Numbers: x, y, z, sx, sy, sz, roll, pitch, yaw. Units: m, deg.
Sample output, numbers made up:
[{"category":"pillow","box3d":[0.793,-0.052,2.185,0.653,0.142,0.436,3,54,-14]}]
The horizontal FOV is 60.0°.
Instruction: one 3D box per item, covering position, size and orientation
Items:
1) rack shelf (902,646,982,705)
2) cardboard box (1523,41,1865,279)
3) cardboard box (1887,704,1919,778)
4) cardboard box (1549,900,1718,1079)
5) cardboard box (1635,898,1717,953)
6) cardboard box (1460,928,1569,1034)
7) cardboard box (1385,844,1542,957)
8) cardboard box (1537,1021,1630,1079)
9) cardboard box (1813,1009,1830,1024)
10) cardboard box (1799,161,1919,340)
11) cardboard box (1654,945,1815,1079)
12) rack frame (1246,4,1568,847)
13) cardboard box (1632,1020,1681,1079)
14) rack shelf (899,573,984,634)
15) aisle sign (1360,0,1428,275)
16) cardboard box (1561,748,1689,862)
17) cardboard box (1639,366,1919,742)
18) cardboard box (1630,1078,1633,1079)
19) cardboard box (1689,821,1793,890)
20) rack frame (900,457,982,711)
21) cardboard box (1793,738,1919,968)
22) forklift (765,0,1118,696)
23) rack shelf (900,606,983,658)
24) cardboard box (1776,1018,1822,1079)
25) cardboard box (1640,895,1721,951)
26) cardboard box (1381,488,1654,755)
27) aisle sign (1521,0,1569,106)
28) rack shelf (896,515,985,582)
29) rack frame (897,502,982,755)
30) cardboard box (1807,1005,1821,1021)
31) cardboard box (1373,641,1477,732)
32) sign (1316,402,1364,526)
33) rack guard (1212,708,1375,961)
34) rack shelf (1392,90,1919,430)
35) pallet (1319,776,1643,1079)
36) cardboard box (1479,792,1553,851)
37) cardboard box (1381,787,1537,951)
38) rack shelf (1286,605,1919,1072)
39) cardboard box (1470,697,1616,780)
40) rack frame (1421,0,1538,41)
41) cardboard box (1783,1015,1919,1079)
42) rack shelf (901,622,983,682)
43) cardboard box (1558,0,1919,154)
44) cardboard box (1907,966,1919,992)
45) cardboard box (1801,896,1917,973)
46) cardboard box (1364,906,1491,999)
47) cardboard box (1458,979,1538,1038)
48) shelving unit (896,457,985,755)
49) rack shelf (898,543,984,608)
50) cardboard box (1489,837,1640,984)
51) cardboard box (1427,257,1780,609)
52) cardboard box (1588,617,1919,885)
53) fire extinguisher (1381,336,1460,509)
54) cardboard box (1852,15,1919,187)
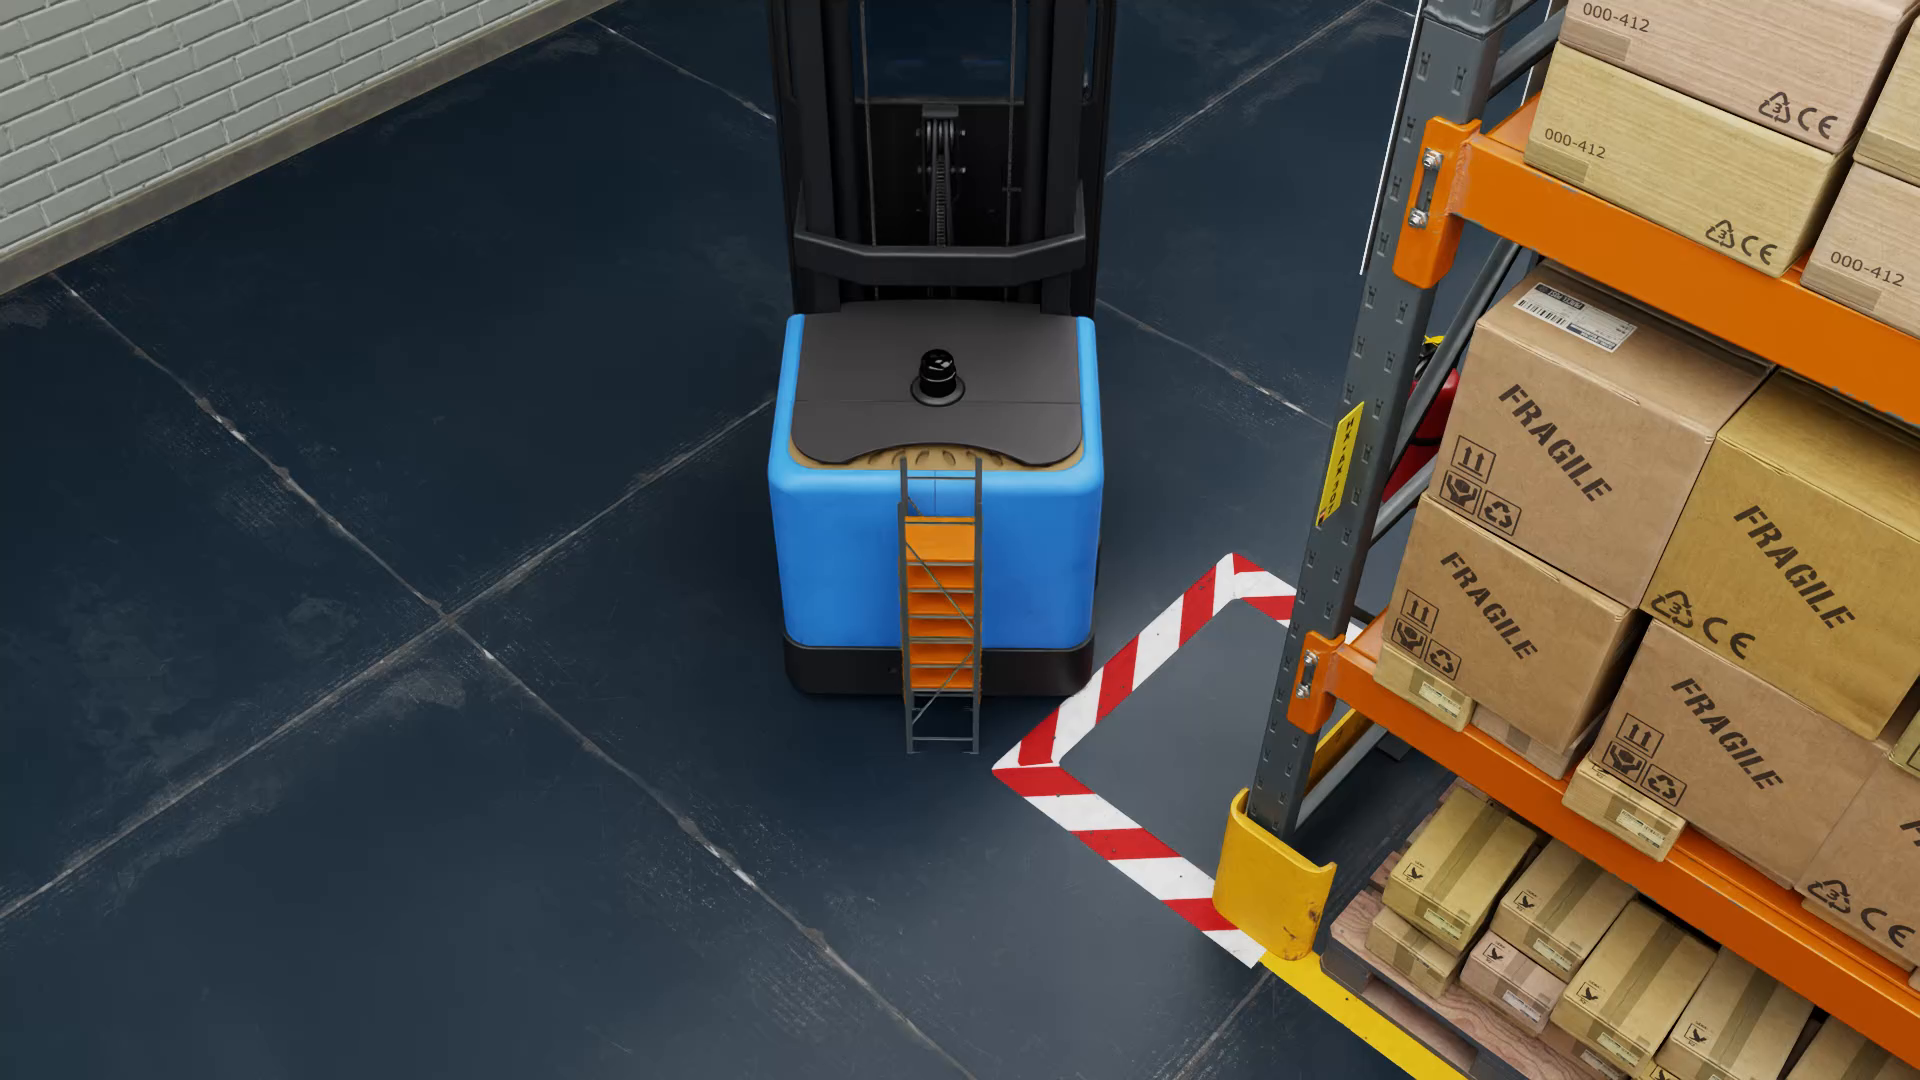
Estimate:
[{"category":"rack shelf","box3d":[-0.056,0.434,5.410,0.258,0.103,0.180,1,47,1]},{"category":"cardboard box","box3d":[1.383,-0.780,2.970,0.500,0.250,0.500,36,56,29]},{"category":"cardboard box","box3d":[2.119,0.237,3.011,0.500,0.500,0.500,33,55,27]},{"category":"cardboard box","box3d":[1.764,1.171,4.353,0.250,0.149,0.380,34,55,28]},{"category":"cardboard box","box3d":[1.840,1.202,4.527,0.250,0.149,0.380,35,56,28]},{"category":"cardboard box","box3d":[1.601,1.129,4.596,0.250,0.149,0.380,34,55,28]},{"category":"cardboard box","box3d":[1.438,0.963,4.752,0.380,0.149,0.250,-36,56,-29]},{"category":"cardboard box","box3d":[1.830,1.303,4.636,0.250,0.149,0.380,35,56,28]},{"category":"cardboard box","box3d":[2.569,1.274,4.664,0.250,0.149,0.380,32,54,26]},{"category":"cardboard box","box3d":[1.767,-0.518,2.724,0.500,0.250,0.500,36,56,29]},{"category":"cardboard box","box3d":[2.002,1.249,4.279,0.250,0.149,0.380,31,54,26]},{"category":"rack frame","box3d":[1.227,-0.164,4.346,0.127,3.000,1.000,34,55,28]},{"category":"cardboard box","box3d":[1.955,1.387,4.353,0.250,0.149,0.380,36,56,29]},{"category":"rack shelf","box3d":[-0.056,0.187,5.147,0.258,0.103,0.180,1,47,1]},{"category":"aisle sign","box3d":[0.970,-0.929,3.282,0.004,0.787,0.394,34,55,28]},{"category":"cardboard box","box3d":[1.619,0.523,3.873,0.250,0.149,0.380,32,55,27]},{"category":"cardboard box","box3d":[1.752,-0.032,3.264,0.500,0.500,0.500,36,56,29]},{"category":"cardboard box","box3d":[1.943,1.489,4.462,0.250,0.149,0.380,35,56,28]},{"category":"cardboard box","box3d":[1.902,0.578,3.822,0.380,0.149,0.250,-36,56,-29]},{"category":"rack frame","box3d":[-0.055,0.173,5.265,0.240,1.200,0.006,1,47,1]},{"category":"cardboard box","box3d":[2.131,0.570,3.385,0.500,0.500,0.500,35,56,28]},{"category":"forklift","box3d":[-0.054,-1.531,5.677,1.130,2.935,3.031,1,47,1]},{"category":"rack shelf","box3d":[-0.056,0.270,5.235,0.258,0.103,0.180,1,47,1]},{"category":"cardboard box","box3d":[2.215,1.468,4.278,0.250,0.149,0.380,31,54,26]},{"category":"cardboard box","box3d":[2.148,1.066,4.859,0.250,0.149,0.380,34,55,28]},{"category":"cardboard box","box3d":[1.369,0.070,3.854,0.500,0.500,0.500,-36,56,-29]},{"category":"aisle sign","box3d":[1.377,-1.251,3.583,0.004,0.787,0.394,34,55,28]},{"category":"rack shelf","box3d":[-0.056,0.023,4.972,0.258,0.103,0.180,1,47,1]},{"category":"rack frame","box3d":[-0.058,0.306,5.140,0.240,1.200,0.006,1,47,1]},{"category":"cardboard box","box3d":[2.319,1.119,4.606,0.250,0.149,0.380,33,55,27]},{"category":"cardboard box","box3d":[1.242,0.258,4.123,0.250,0.149,0.380,34,55,27]},{"category":"sign","box3d":[0.859,-0.169,3.758,0.005,0.325,0.100,34,55,28]},{"category":"rack guard","box3d":[1.283,0.729,5.222,0.348,0.500,1.175,34,55,28]},{"category":"rack shelf","box3d":[2.696,0.045,2.587,4.000,0.370,1.077,34,55,28]},{"category":"pallet","box3d":[1.856,1.249,4.933,1.213,0.211,1.003,34,55,28]},{"category":"cardboard box","box3d":[1.755,0.817,5.093,0.250,0.149,0.380,35,56,28]},{"category":"cardboard box","box3d":[1.381,0.906,4.601,0.250,0.149,0.380,32,54,26]},{"category":"rack shelf","box3d":[2.696,1.071,3.680,4.000,0.370,1.077,34,55,28]},{"category":"cardboard box","box3d":[1.458,0.362,4.025,0.250,0.149,0.380,36,56,29]},{"category":"rack frame","box3d":[1.227,-2.217,2.159,0.127,3.000,1.000,34,55,28]},{"category":"cardboard box","box3d":[2.200,1.391,4.146,0.250,0.149,0.380,36,56,29]},{"category":"rack shelf","box3d":[-0.056,0.352,5.322,0.258,0.103,0.180,1,47,1]},{"category":"cardboard box","box3d":[1.380,-0.949,2.786,0.500,0.250,0.500,35,56,28]},{"category":"cardboard box","box3d":[2.247,0.862,3.555,0.250,0.149,0.380,33,55,27]},{"category":"cardboard box","box3d":[2.085,0.725,3.684,0.250,0.149,0.380,33,55,27]},{"category":"cardboard box","box3d":[1.395,1.099,4.828,0.250,0.149,0.380,35,56,28]},{"category":"cardboard box","box3d":[1.643,1.184,4.748,0.250,0.149,0.380,34,55,28]},{"category":"shelving unit","box3d":[-0.056,0.239,5.202,0.258,1.200,0.189,1,47,1]},{"category":"rack shelf","box3d":[-0.056,0.105,5.060,0.258,0.103,0.180,1,47,1]},{"category":"cardboard box","box3d":[1.666,0.978,4.534,0.250,0.149,0.380,35,56,28]},{"category":"cardboard box","box3d":[1.377,-0.278,3.495,0.500,0.500,0.500,34,55,27]},{"category":"cardboard box","box3d":[1.780,0.321,3.618,0.500,0.500,0.500,34,55,28]},{"category":"fire extinguisher","box3d":[1.355,-0.382,4.859,0.183,0.674,0.296,34,55,28]},{"category":"cardboard box","box3d":[1.757,-0.697,2.549,0.500,0.250,0.500,33,55,27]}]
